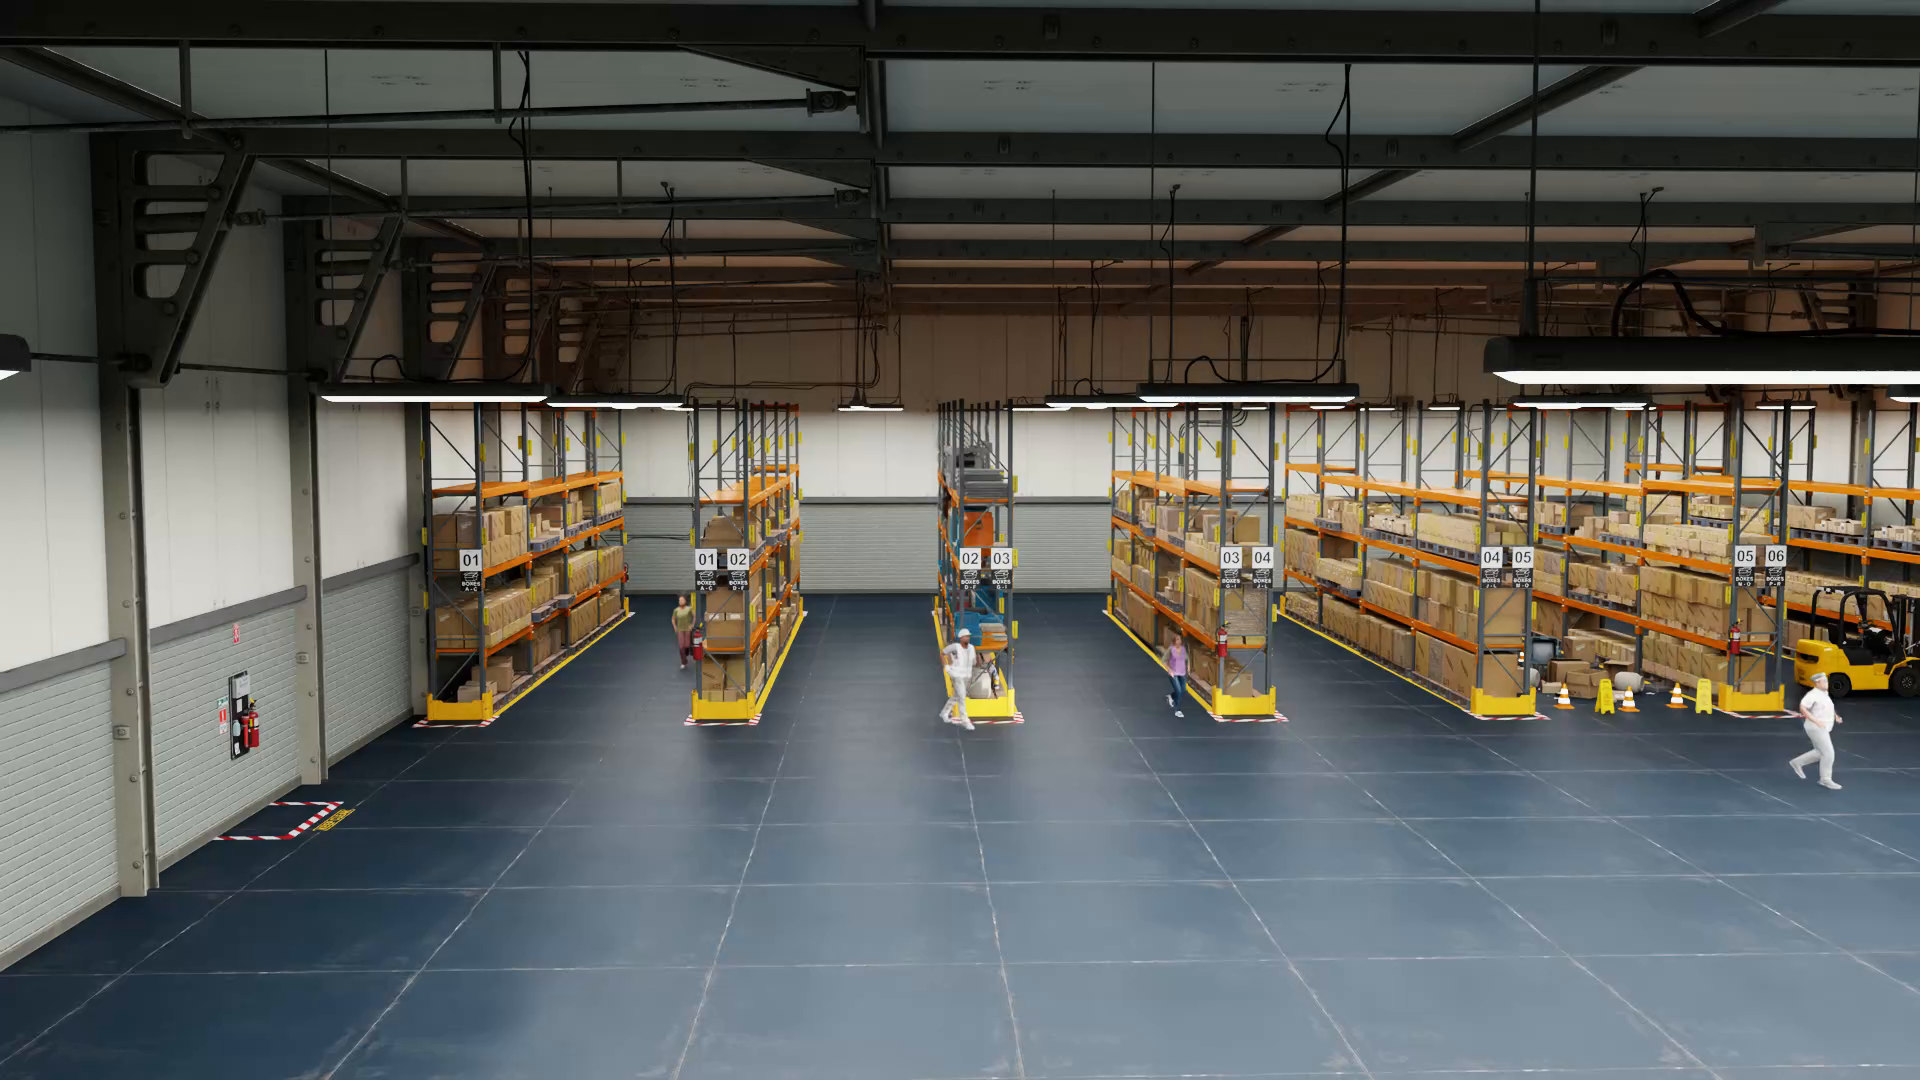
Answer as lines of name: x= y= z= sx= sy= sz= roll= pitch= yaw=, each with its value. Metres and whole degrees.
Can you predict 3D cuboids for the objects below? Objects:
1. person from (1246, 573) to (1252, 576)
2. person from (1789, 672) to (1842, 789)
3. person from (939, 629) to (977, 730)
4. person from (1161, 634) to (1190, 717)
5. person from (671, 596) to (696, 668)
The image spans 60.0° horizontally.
person: x=8.024 y=1.250 z=47.839 sx=0.887 sy=1.674 sz=0.891 roll=3 pitch=5 yaw=33
person: x=13.178 y=2.901 z=25.578 sx=0.766 sy=1.782 sz=0.670 roll=4 pitch=6 yaw=40
person: x=0.044 y=2.496 z=30.313 sx=0.993 sy=1.760 sz=0.692 roll=4 pitch=6 yaw=44
person: x=4.083 y=2.546 z=31.549 sx=0.574 sy=1.558 sz=0.678 roll=-2 pitch=5 yaw=-20
person: x=-6.232 y=2.065 z=37.549 sx=0.580 sy=1.636 sz=0.547 roll=0 pitch=4 yaw=0
